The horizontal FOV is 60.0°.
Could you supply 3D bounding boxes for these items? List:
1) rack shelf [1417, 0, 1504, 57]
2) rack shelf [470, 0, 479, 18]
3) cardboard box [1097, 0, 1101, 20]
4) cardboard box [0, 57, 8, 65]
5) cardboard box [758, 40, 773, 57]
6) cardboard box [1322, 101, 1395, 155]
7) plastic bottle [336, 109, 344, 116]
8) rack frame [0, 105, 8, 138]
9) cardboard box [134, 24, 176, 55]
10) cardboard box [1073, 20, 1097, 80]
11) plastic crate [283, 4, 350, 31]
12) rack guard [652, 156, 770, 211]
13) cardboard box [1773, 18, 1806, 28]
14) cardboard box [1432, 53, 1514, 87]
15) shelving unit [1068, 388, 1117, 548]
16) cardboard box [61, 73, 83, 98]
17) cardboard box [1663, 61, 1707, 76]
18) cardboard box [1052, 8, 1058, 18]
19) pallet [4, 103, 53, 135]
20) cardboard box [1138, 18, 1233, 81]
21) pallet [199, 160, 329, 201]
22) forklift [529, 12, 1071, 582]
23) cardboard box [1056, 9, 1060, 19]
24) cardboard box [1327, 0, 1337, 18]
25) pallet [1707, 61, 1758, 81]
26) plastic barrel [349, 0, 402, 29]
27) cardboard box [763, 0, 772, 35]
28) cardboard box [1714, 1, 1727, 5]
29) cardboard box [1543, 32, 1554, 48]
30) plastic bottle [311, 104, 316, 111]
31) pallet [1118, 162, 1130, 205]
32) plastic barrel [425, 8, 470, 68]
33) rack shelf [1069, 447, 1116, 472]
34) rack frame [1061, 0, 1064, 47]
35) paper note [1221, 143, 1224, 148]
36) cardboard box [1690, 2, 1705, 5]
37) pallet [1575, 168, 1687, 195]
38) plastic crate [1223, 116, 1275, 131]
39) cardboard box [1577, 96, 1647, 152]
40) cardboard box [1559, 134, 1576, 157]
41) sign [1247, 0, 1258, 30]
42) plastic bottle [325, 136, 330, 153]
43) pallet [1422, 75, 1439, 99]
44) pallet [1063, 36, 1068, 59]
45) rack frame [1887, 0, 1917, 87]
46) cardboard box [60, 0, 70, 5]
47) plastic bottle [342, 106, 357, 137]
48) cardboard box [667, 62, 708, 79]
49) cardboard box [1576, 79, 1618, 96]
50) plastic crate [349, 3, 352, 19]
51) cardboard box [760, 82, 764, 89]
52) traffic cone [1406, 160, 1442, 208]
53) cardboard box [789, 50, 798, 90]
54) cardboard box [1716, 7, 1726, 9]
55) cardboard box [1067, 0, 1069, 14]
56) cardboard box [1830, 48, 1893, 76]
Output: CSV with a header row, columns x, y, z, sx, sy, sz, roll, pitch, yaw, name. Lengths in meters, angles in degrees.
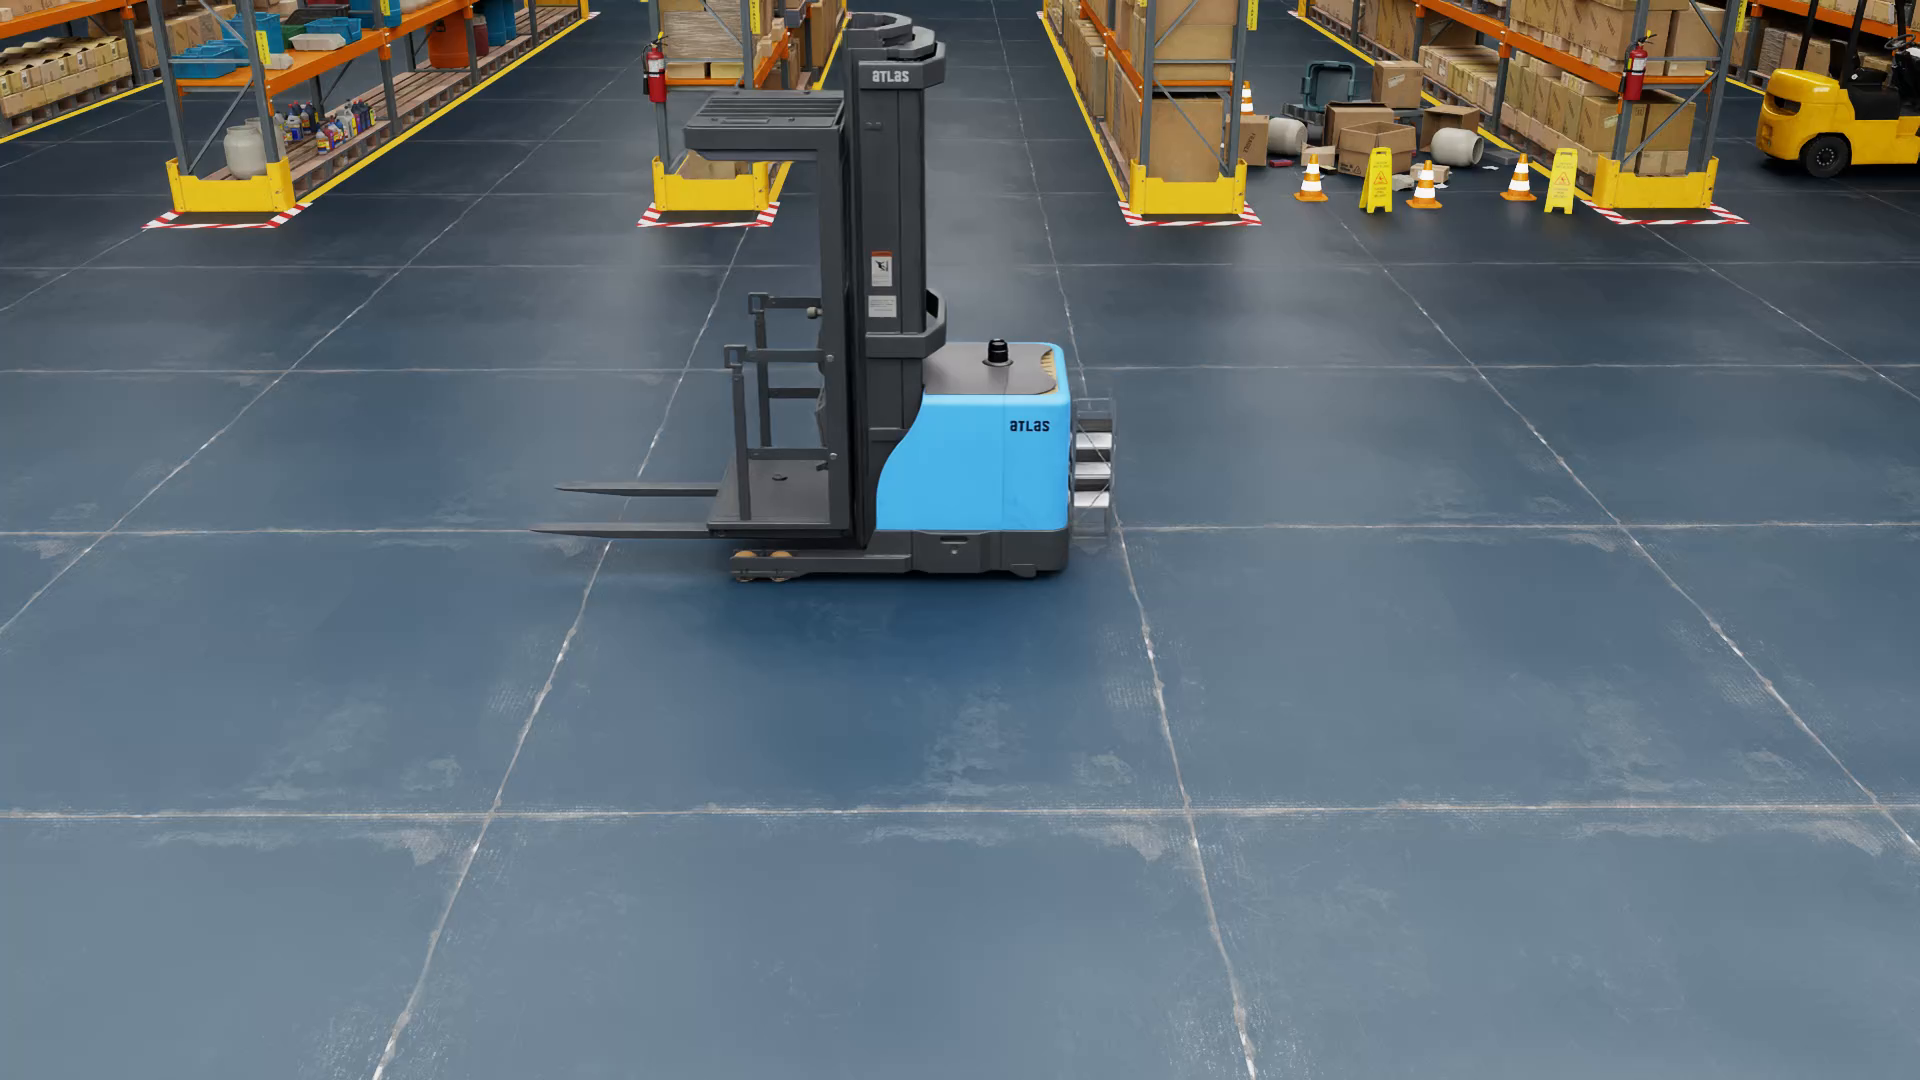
x,y,z,sx,sy,sz,roll,pitch,yaw,name
7.244,-7.033,22.533,1.077,0.370,4.000,0,24,-1,rack shelf
-7.662,-8.614,26.029,1.077,0.370,4.000,0,24,-1,rack shelf
2.038,-6.940,21.333,0.500,0.500,0.500,-1,24,-1,cardboard box
-12.856,-6.228,22.028,0.500,0.311,0.500,0,24,-1,cardboard box
-2.284,-5.466,18.501,0.380,0.149,0.250,0,24,-1,cardboard box
4.740,-4.910,19.831,0.797,0.637,0.503,0,24,-1,cardboard box
-7.447,-5.075,20.102,0.152,0.276,0.135,0,24,-1,plastic bottle
-12.550,-6.449,20.369,1.000,3.000,0.127,0,24,-1,rack frame
-12.324,-7.563,25.332,0.500,0.500,0.500,-1,24,-2,cardboard box
2.190,-7.036,23.887,1.050,0.750,0.750,-1,24,-1,cardboard box
-7.718,-6.225,19.949,0.767,0.338,0.504,0,24,-1,plastic crate
-2.601,-3.736,17.404,1.175,0.500,0.348,0,24,-1,rack guard
12.491,-7.773,25.032,0.380,0.149,0.250,1,24,2,cardboard box
7.234,-6.642,23.474,0.950,0.372,0.625,-1,24,-2,cardboard box
0.754,-0.410,9.565,0.258,0.900,0.210,0,24,-1,shelving unit
-12.324,-6.188,22.620,0.500,0.250,0.500,0,24,0,cardboard box
7.512,-4.915,17.281,0.380,0.149,0.250,0,24,0,cardboard box
1.873,-9.569,30.217,0.380,0.149,0.250,-1,24,-3,cardboard box
-12.597,-5.482,21.614,1.003,0.211,1.213,0,24,-1,pallet
2.311,-5.045,17.083,0.875,0.550,0.550,0,24,-1,cardboard box
-7.604,-3.917,18.154,1.003,0.211,1.213,0,24,-1,pallet
-0.906,-1.322,9.116,3.031,2.935,1.130,0,24,1,forklift
1.872,-9.147,28.923,0.380,0.149,0.250,-1,24,-2,cardboard box
7.260,-9.856,30.503,0.875,0.438,0.875,0,24,1,cardboard box
12.215,-7.246,25.515,1.003,0.211,1.213,0,24,-1,pallet
-7.298,-6.859,20.666,0.600,0.901,0.708,0,24,-1,plastic barrel
-2.624,-6.075,19.061,0.875,0.500,0.500,0,24,-1,cardboard box
12.432,-8.627,26.921,0.380,0.149,0.250,0,24,1,cardboard box
6.953,-5.763,19.158,0.380,0.149,0.250,0,24,0,cardboard box
-7.894,-5.167,20.296,0.061,0.283,0.133,0,24,-1,plastic bottle
2.273,-3.883,18.079,1.003,0.211,1.213,0,24,-1,pallet
-7.663,-7.522,24.865,0.600,0.830,0.708,0,24,-1,plastic barrel
0.754,-0.462,9.541,0.258,0.077,0.200,0,24,-1,rack shelf
2.229,-9.769,27.710,1.000,3.000,0.127,0,24,-1,rack frame
3.230,-4.847,20.429,0.147,0.020,0.142,-19,31,-36,paper note
7.572,-5.479,17.742,0.500,0.500,0.500,0,24,1,cardboard box
7.335,-3.984,18.302,1.003,0.211,1.213,0,24,-1,pallet
3.629,-5.152,20.843,0.450,0.188,0.662,3,22,31,plastic crate
7.040,-4.497,17.971,0.500,0.500,0.500,0,24,0,cardboard box
7.033,-4.372,18.604,0.500,0.250,0.500,0,24,0,cardboard box
2.915,-5.255,16.582,0.100,0.325,0.005,0,24,-1,sign
-7.262,-4.538,19.005,0.097,0.201,0.097,0,24,0,plastic bottle
7.229,-6.592,24.069,1.003,0.211,1.213,0,24,-1,pallet
2.239,-8.178,27.575,1.003,0.211,1.213,0,24,-1,pallet
12.229,-6.560,20.615,1.000,3.000,0.127,0,24,-1,rack frame
-12.523,-7.457,22.903,0.380,0.149,0.250,2,24,3,cardboard box
-7.296,-4.987,19.817,0.144,0.351,0.185,0,24,-1,plastic bottle
-2.810,-4.846,17.129,0.380,0.149,0.250,0,24,-1,cardboard box
6.968,-4.944,18.171,0.380,0.149,0.250,0,24,1,cardboard box
-7.920,-6.915,21.420,0.392,0.384,0.575,0,24,-1,plastic crate
-2.680,-5.379,20.527,0.500,0.500,0.500,-1,24,-2,cardboard box
4.908,-3.759,17.499,0.336,0.463,0.334,0,24,-1,traffic cone
-2.628,-6.463,22.901,0.700,0.500,0.500,2,24,4,cardboard box
11.940,-8.305,26.210,0.380,0.149,0.250,-1,24,-3,cardboard box
1.982,-8.638,26.823,0.500,0.250,0.500,0,24,1,cardboard box
12.211,-6.204,22.200,0.875,0.625,0.625,0,24,-1,cardboard box
